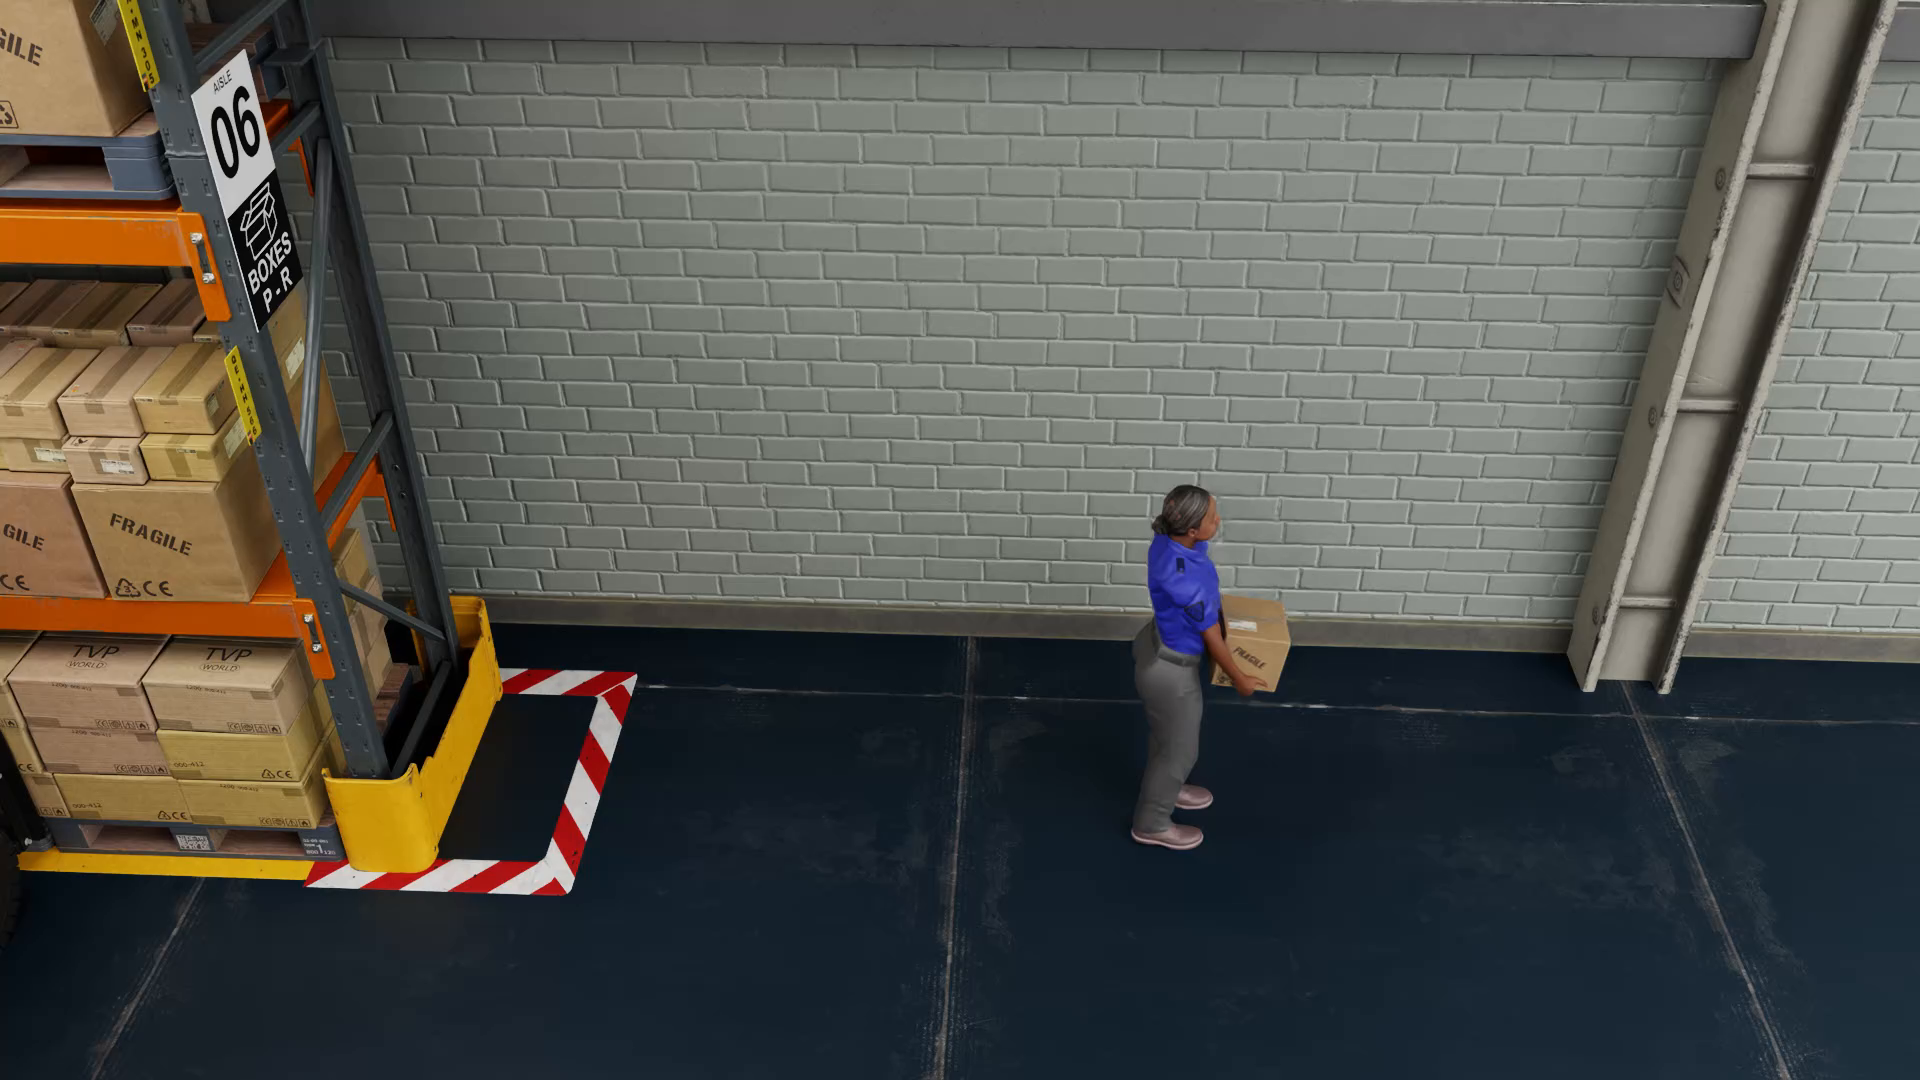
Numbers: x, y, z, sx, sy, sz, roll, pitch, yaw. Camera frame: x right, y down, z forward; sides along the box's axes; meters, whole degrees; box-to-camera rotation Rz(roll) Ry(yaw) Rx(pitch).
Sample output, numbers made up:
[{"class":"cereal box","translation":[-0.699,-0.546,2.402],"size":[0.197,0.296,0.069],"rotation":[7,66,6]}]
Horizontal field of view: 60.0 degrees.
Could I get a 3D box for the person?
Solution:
[{"class":"person","translation":[0.922,0.487,6.455],"size":[0.509,1.657,0.412],"rotation":[1,36,1]}]
